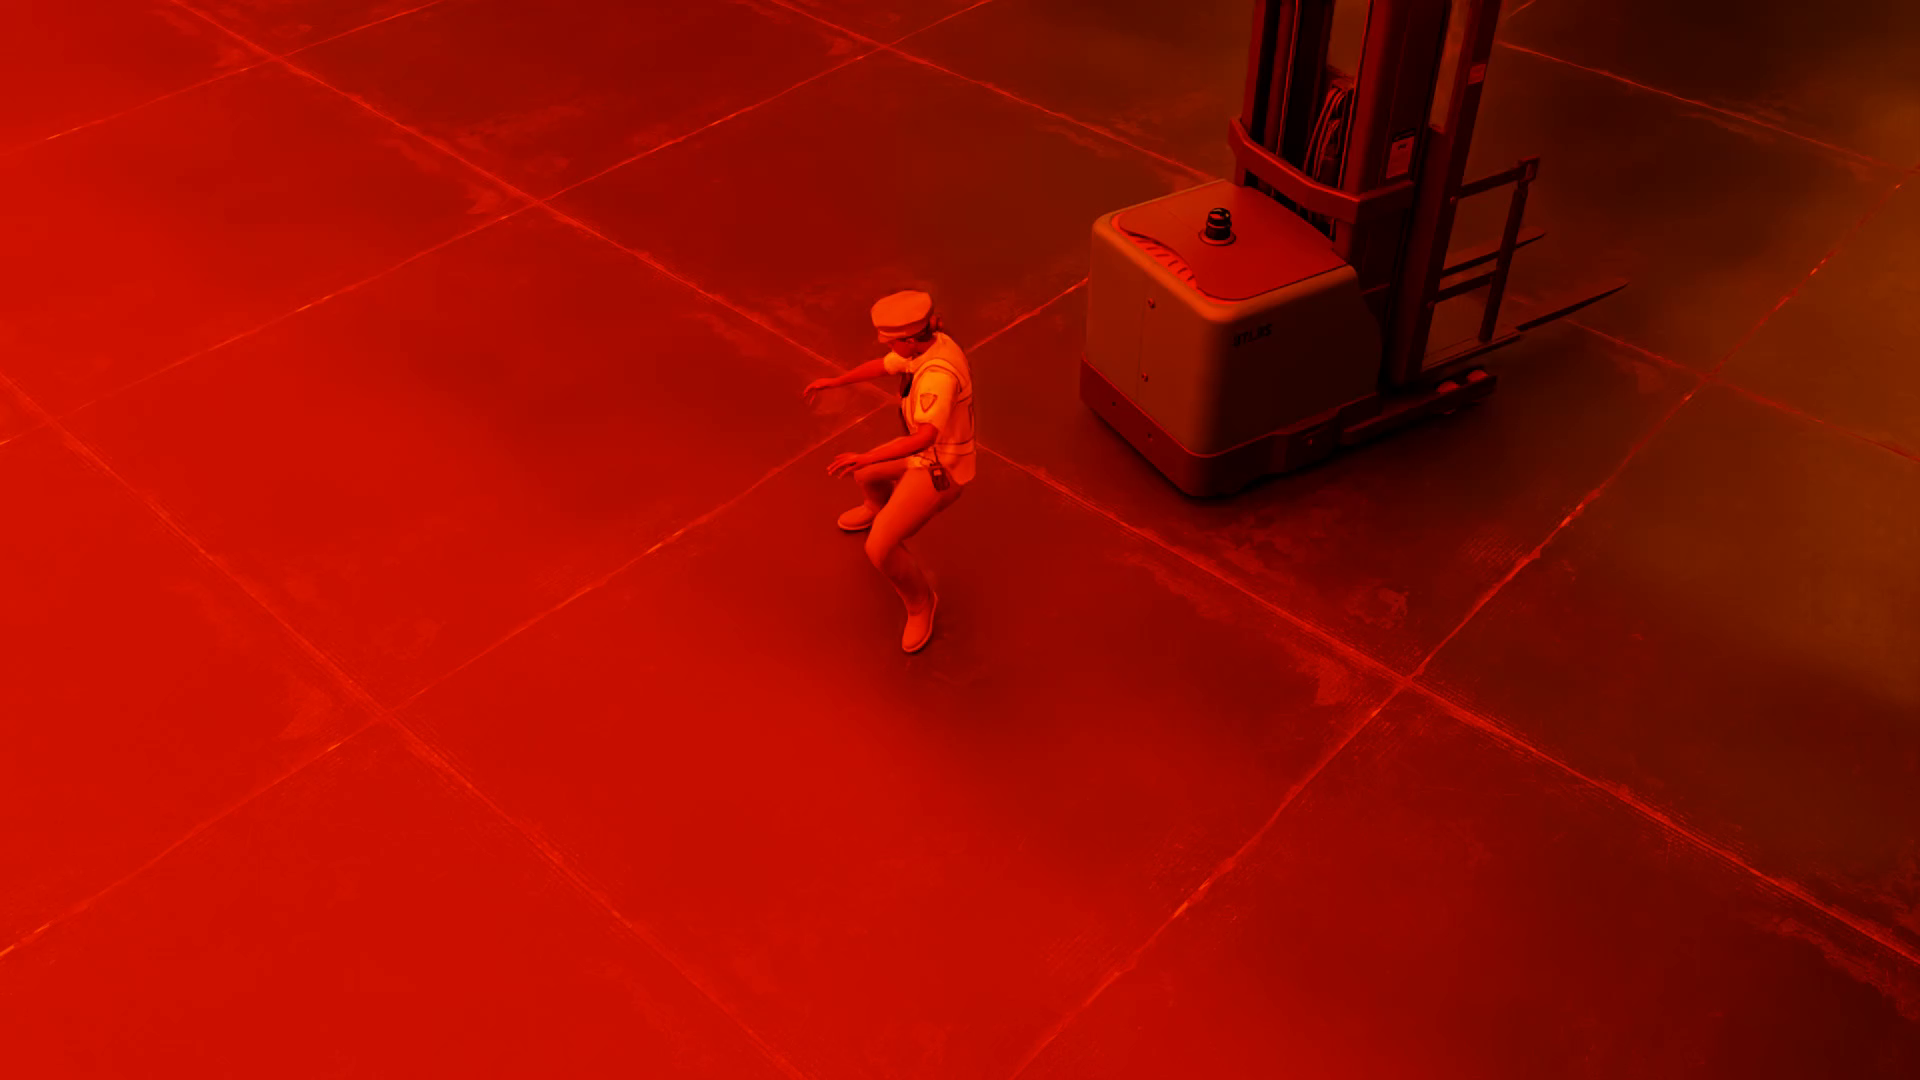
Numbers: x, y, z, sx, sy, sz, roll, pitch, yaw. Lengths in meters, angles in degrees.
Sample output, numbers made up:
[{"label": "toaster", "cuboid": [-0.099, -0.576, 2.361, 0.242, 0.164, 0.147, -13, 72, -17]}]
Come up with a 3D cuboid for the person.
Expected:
[{"label": "person", "cuboid": [-0.291, -0.364, 7.001, 0.712, 1.436, 0.995, -3, 41, -4]}]

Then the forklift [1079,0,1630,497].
[{"label": "forklift", "cuboid": [2.138, -2.026, 7.790, 3.031, 2.935, 1.130, -21, 45, -23]}]
